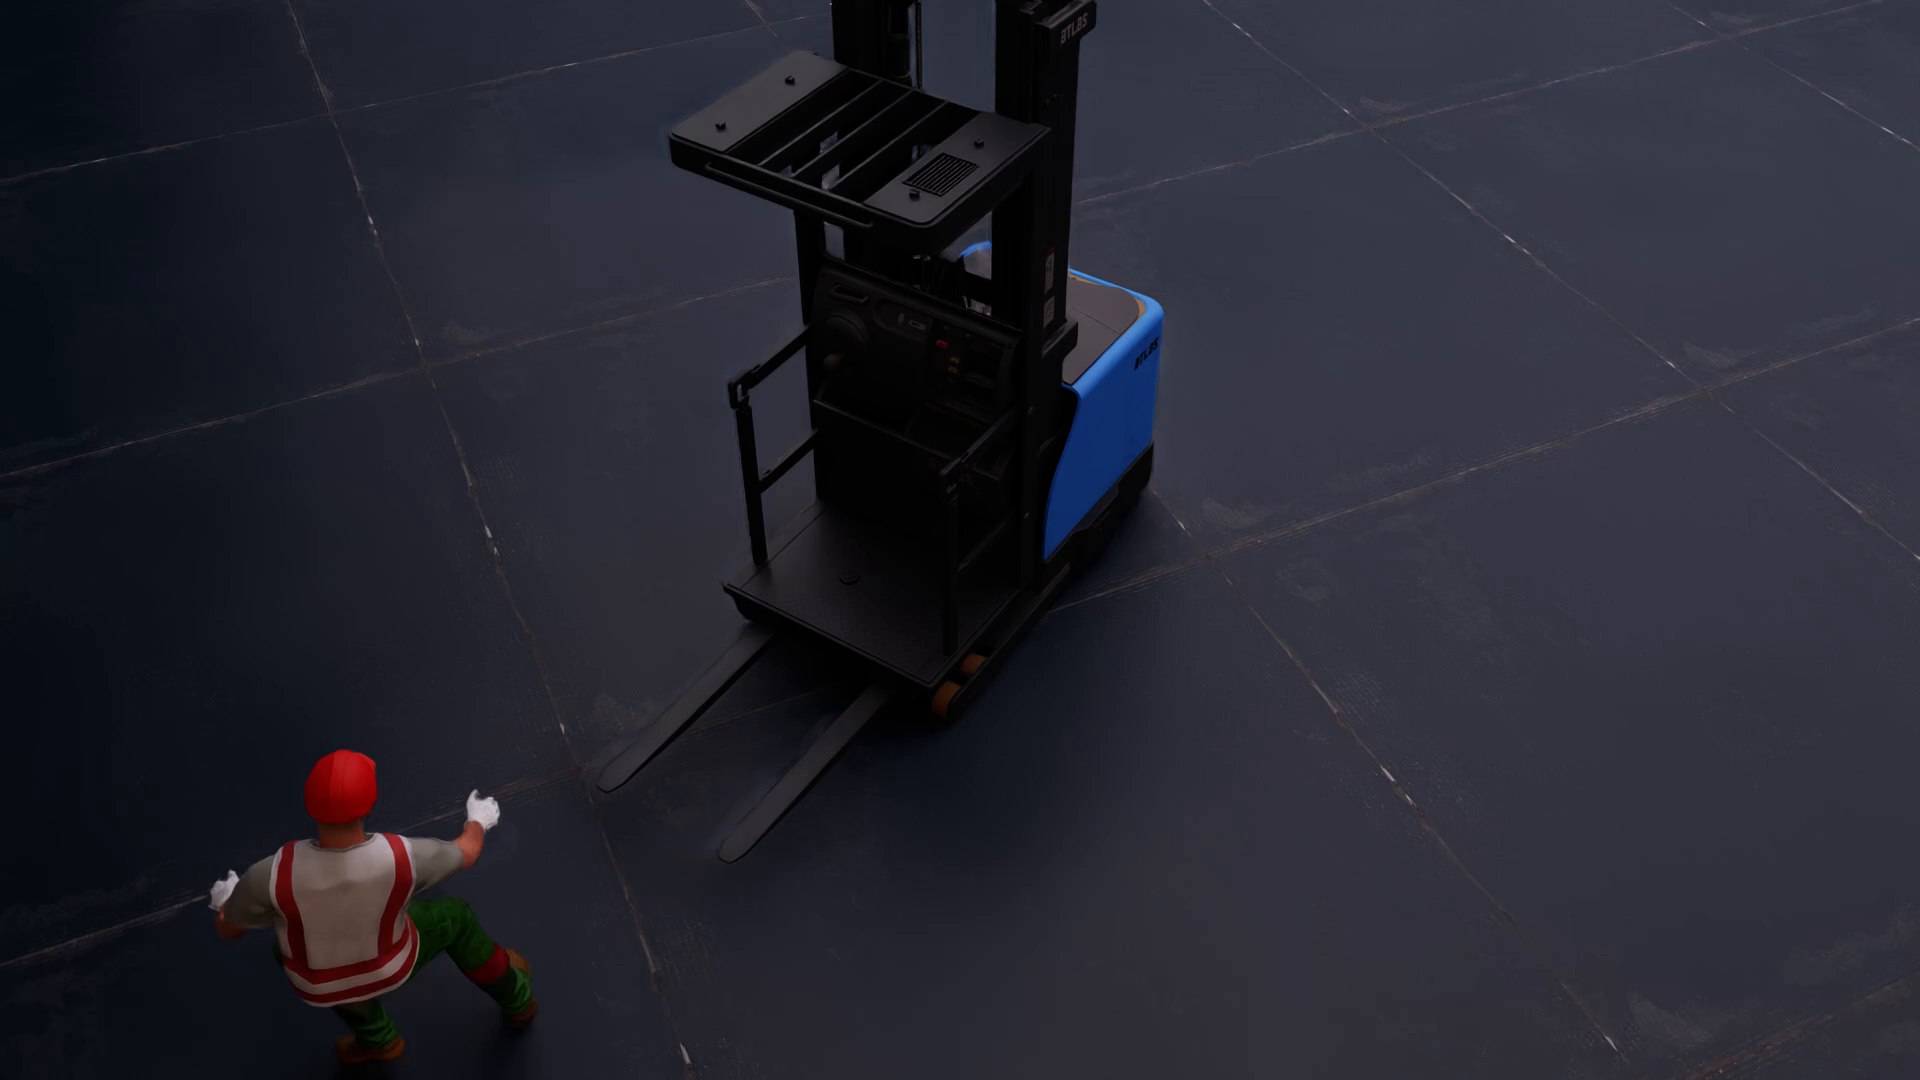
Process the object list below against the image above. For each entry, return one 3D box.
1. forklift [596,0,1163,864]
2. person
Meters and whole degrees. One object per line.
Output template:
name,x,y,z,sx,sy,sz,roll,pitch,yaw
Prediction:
forklift,-0.308,-0.687,6.417,1.130,2.935,3.031,24,48,24
person,-1.914,1.188,5.373,0.913,1.622,0.635,-13,44,-13
